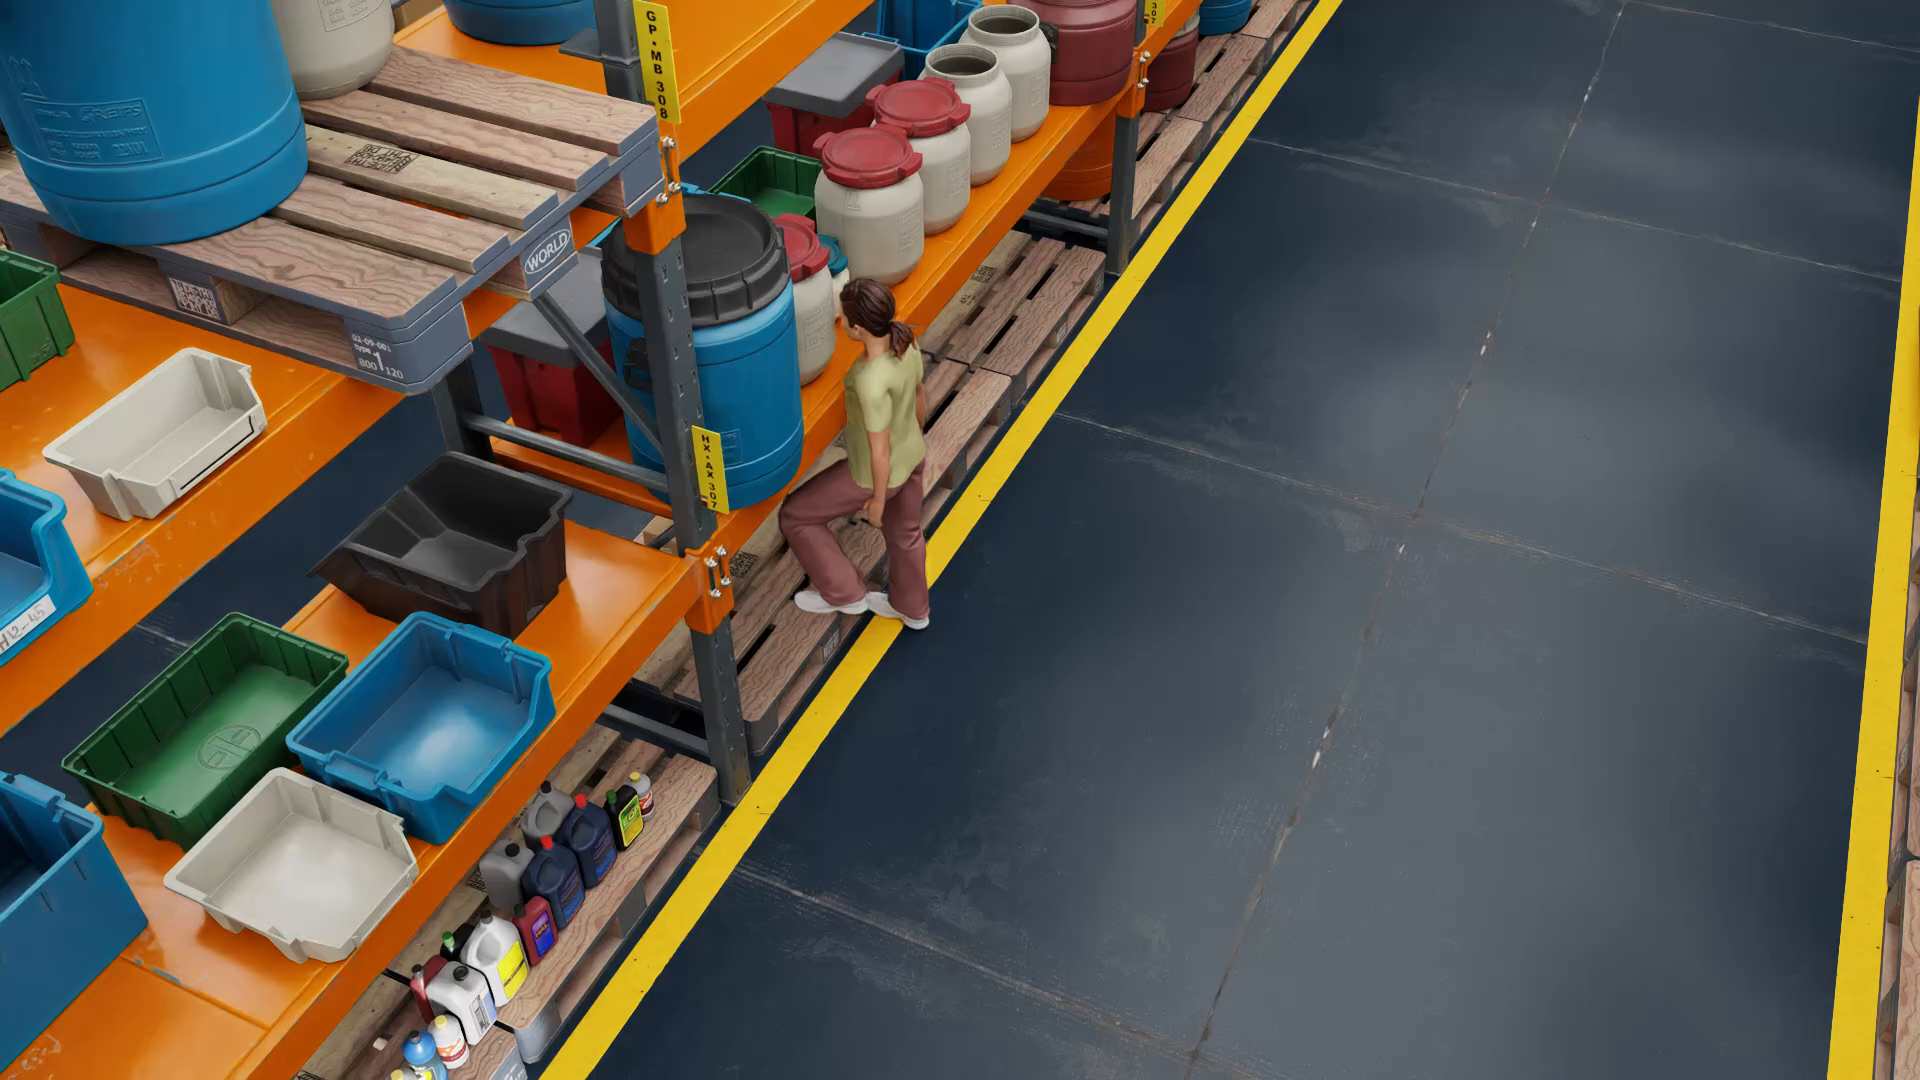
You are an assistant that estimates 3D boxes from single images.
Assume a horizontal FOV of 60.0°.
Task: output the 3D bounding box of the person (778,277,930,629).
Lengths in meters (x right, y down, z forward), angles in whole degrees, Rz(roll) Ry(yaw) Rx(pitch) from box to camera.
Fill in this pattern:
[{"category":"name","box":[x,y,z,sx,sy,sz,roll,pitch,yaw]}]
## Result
[{"category":"person","box":[-0.390,-0.302,6.477,0.536,1.678,0.508,16,44,17]}]
